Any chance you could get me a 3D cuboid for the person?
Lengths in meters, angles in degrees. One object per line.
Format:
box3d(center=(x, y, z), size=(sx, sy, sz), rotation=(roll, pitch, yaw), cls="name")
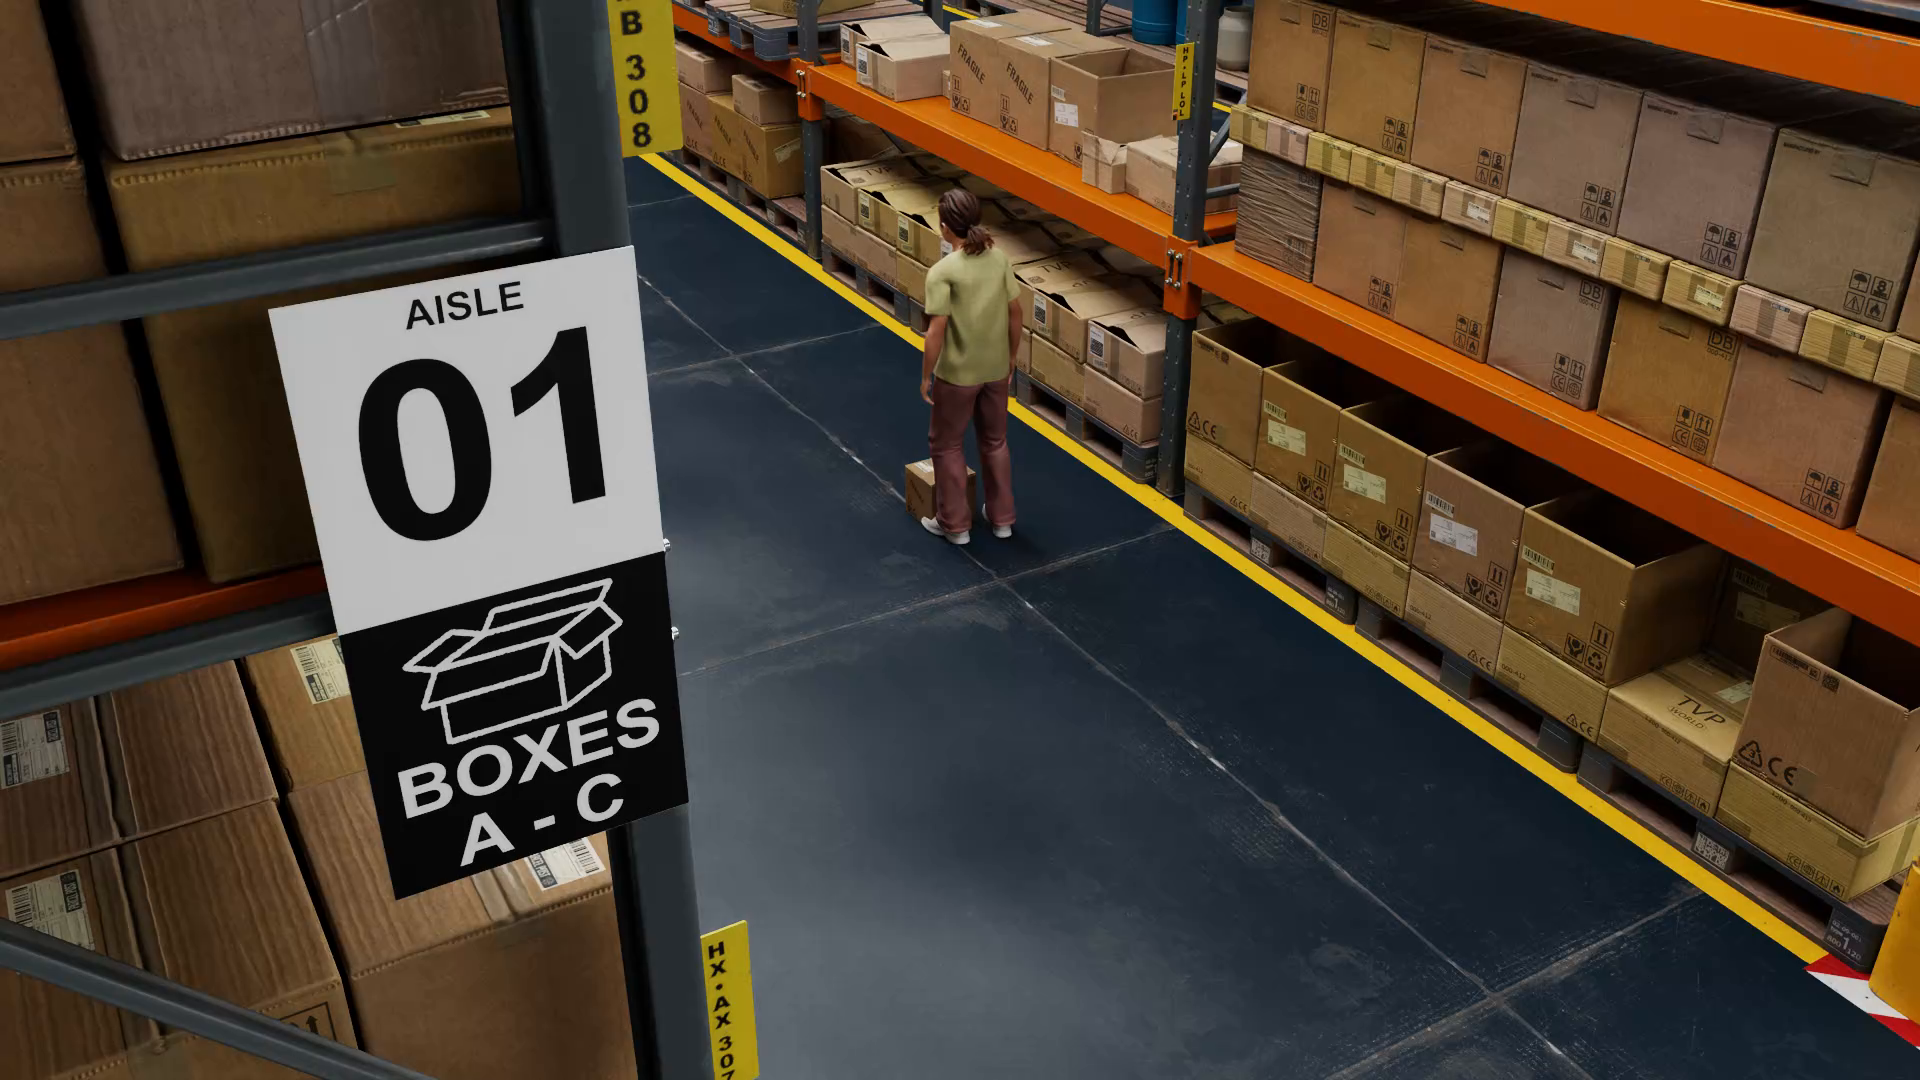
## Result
box3d(center=(0.025, -0.762, 7.495), size=(0.500, 1.673, 0.402), rotation=(-16, 33, -26), cls="person")
